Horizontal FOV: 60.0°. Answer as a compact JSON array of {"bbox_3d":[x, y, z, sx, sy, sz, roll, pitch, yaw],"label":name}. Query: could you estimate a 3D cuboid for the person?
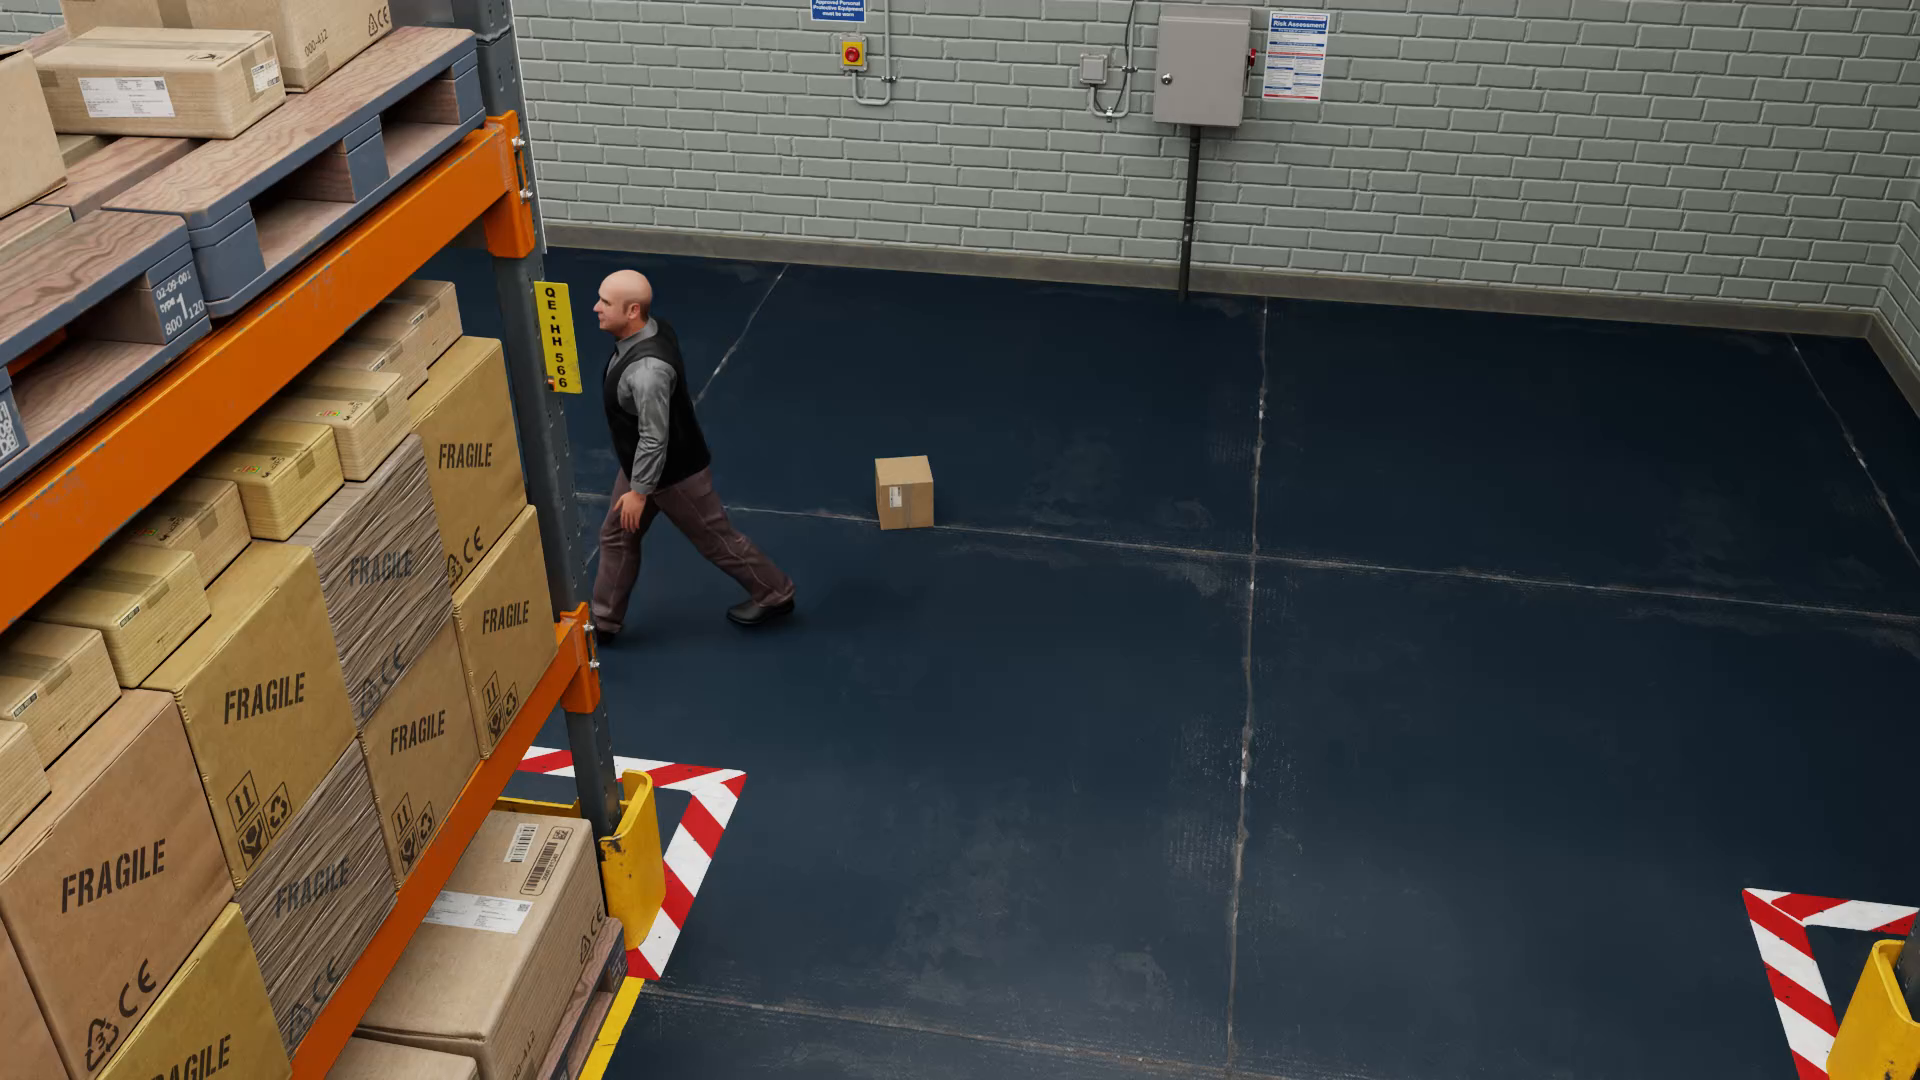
[{"bbox_3d":[-1.210,-0.291,6.641,1.064,1.667,0.564,-11,34,-17],"label":"person"}]
